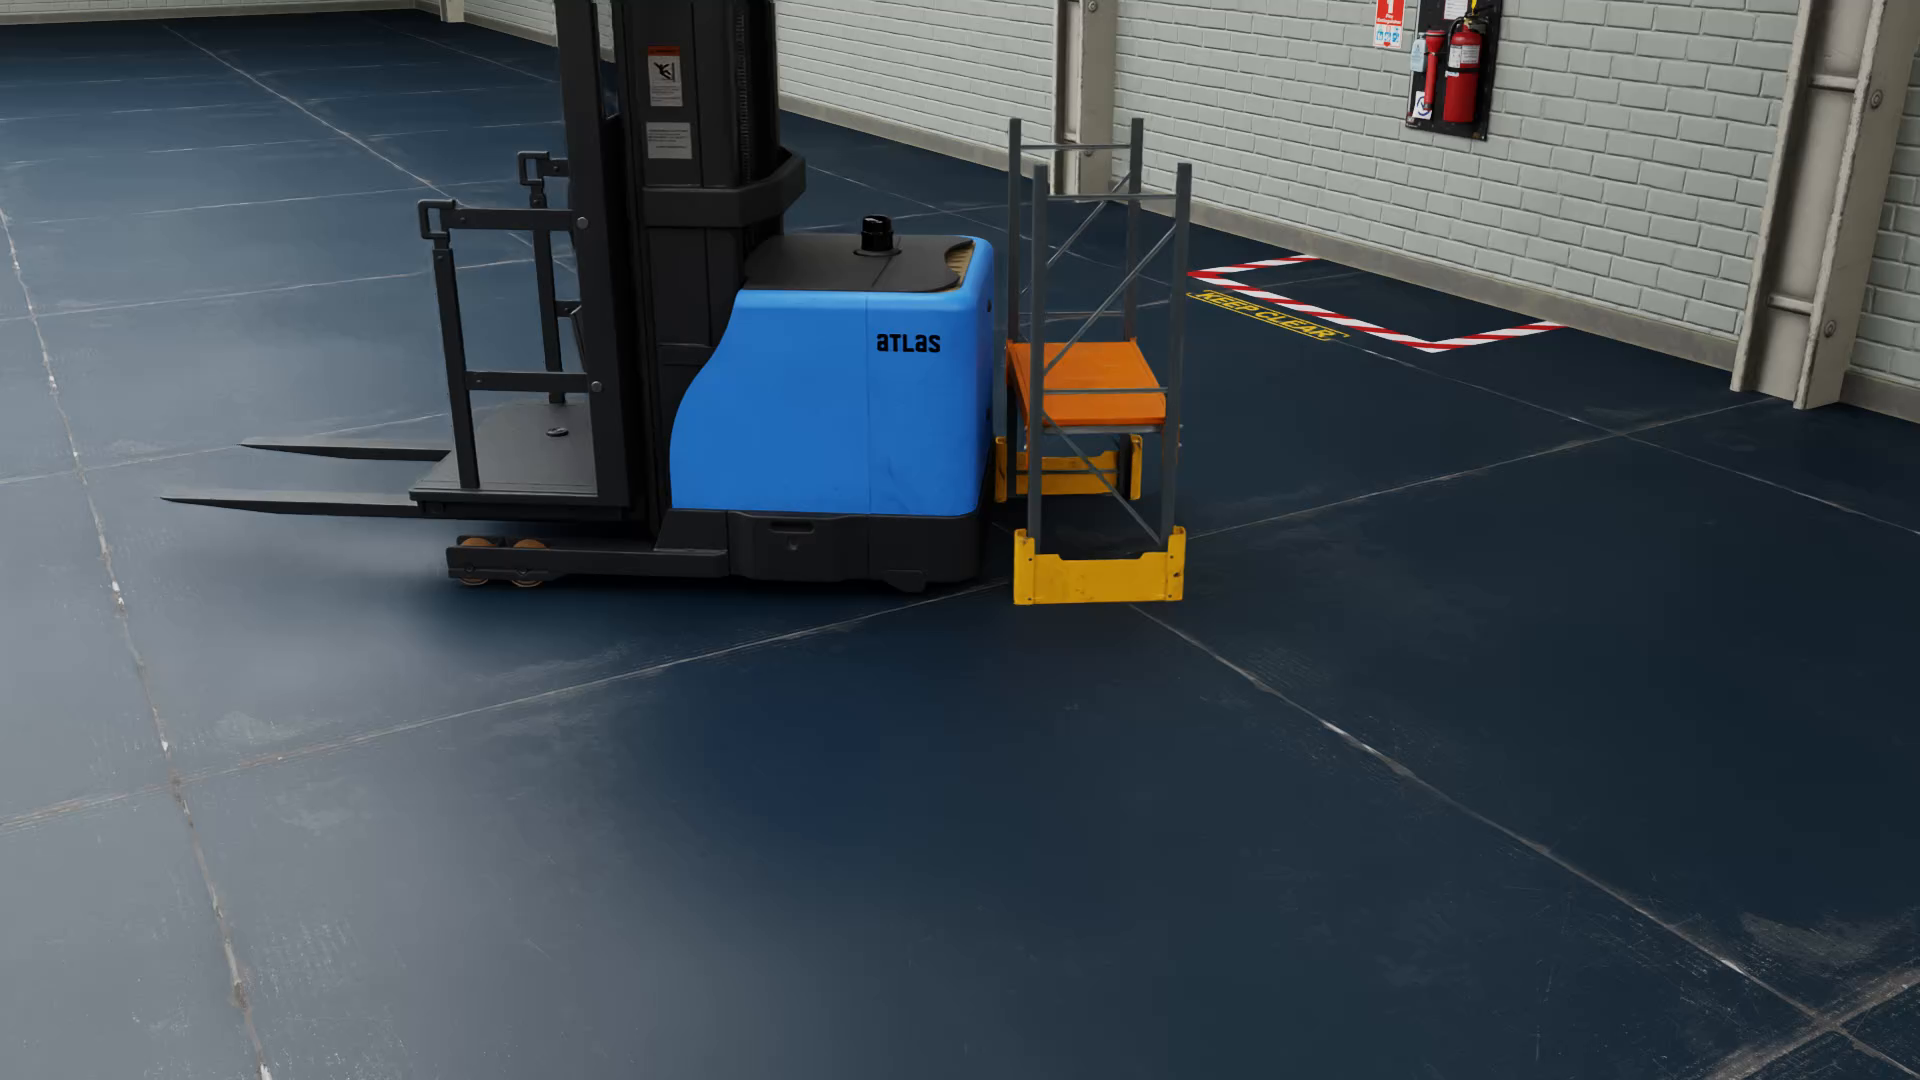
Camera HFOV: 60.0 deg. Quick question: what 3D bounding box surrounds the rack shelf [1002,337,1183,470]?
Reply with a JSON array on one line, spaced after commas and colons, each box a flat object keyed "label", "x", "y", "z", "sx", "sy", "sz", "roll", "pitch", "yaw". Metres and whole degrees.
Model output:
[{"label": "rack shelf", "x": 0.458, "y": -0.516, "z": 6.066, "sx": 0.538, "sy": 0.185, "sz": 1.000, "roll": -1, "pitch": 22, "yaw": -3}]

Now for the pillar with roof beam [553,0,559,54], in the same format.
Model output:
[{"label": "pillar with roof beam", "x": -8.905, "y": -9.871, "z": 18.645, "sx": 9.100, "sy": 9.000, "sz": 0.400, "roll": -13, "pitch": 25, "yaw": -28}]

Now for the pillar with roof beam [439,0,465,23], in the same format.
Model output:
[{"label": "pillar with roof beam", "x": -11.969, "y": -11.813, "z": 23.424, "sx": 9.100, "sy": 9.000, "sz": 0.400, "roll": -13, "pitch": 25, "yaw": -28}]

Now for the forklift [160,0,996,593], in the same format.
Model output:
[{"label": "forklift", "x": -1.404, "y": -1.385, "z": 5.827, "sx": 3.031, "sy": 2.935, "sz": 1.130, "roll": 2, "pitch": 22, "yaw": 4}]

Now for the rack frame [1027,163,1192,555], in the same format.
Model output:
[{"label": "rack frame", "x": 0.483, "y": -0.491, "z": 5.528, "sx": 0.500, "sy": 1.500, "sz": 0.032, "roll": -1, "pitch": 22, "yaw": -3}]

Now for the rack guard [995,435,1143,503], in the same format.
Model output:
[{"label": "rack guard", "x": 0.435, "y": -0.287, "z": 6.686, "sx": 0.587, "sy": 0.250, "sz": 0.087, "roll": -1, "pitch": 22, "yaw": -3}]

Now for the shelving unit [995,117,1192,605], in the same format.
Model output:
[{"label": "shelving unit", "x": 0.459, "y": -0.679, "z": 5.990, "sx": 0.587, "sy": 1.500, "sz": 1.083, "roll": -1, "pitch": 22, "yaw": -3}]

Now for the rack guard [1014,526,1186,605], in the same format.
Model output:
[{"label": "rack guard", "x": 0.482, "y": 0.087, "z": 5.765, "sx": 0.587, "sy": 0.250, "sz": 0.087, "roll": -1, "pitch": 22, "yaw": -3}]

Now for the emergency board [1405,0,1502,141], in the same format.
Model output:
[{"label": "emergency board", "x": 2.762, "y": -2.900, "z": 9.463, "sx": 0.194, "sy": 1.169, "sz": 0.643, "roll": -13, "pitch": 25, "yaw": -28}]

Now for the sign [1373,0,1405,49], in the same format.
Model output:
[{"label": "sign", "x": 2.568, "y": -3.115, "z": 9.945, "sx": 0.001, "sy": 0.329, "sz": 0.234, "roll": -13, "pitch": 25, "yaw": -28}]

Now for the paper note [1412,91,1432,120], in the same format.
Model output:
[{"label": "paper note", "x": 2.730, "y": -2.563, "z": 9.802, "sx": 0.016, "sy": 0.148, "sz": 0.142, "roll": -13, "pitch": 25, "yaw": -28}]

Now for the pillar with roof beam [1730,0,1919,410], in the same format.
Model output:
[{"label": "pillar with roof beam", "x": 0.290, "y": -4.044, "z": 4.310, "sx": 9.100, "sy": 9.000, "sz": 0.400, "roll": -13, "pitch": 25, "yaw": -28}]

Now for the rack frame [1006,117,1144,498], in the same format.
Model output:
[{"label": "rack frame", "x": 0.434, "y": -0.874, "z": 6.469, "sx": 0.500, "sy": 1.500, "sz": 0.032, "roll": -1, "pitch": 22, "yaw": -3}]

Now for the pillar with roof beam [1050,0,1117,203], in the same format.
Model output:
[{"label": "pillar with roof beam", "x": -2.775, "y": -5.986, "z": 9.088, "sx": 9.100, "sy": 9.000, "sz": 0.400, "roll": -13, "pitch": 25, "yaw": -28}]
